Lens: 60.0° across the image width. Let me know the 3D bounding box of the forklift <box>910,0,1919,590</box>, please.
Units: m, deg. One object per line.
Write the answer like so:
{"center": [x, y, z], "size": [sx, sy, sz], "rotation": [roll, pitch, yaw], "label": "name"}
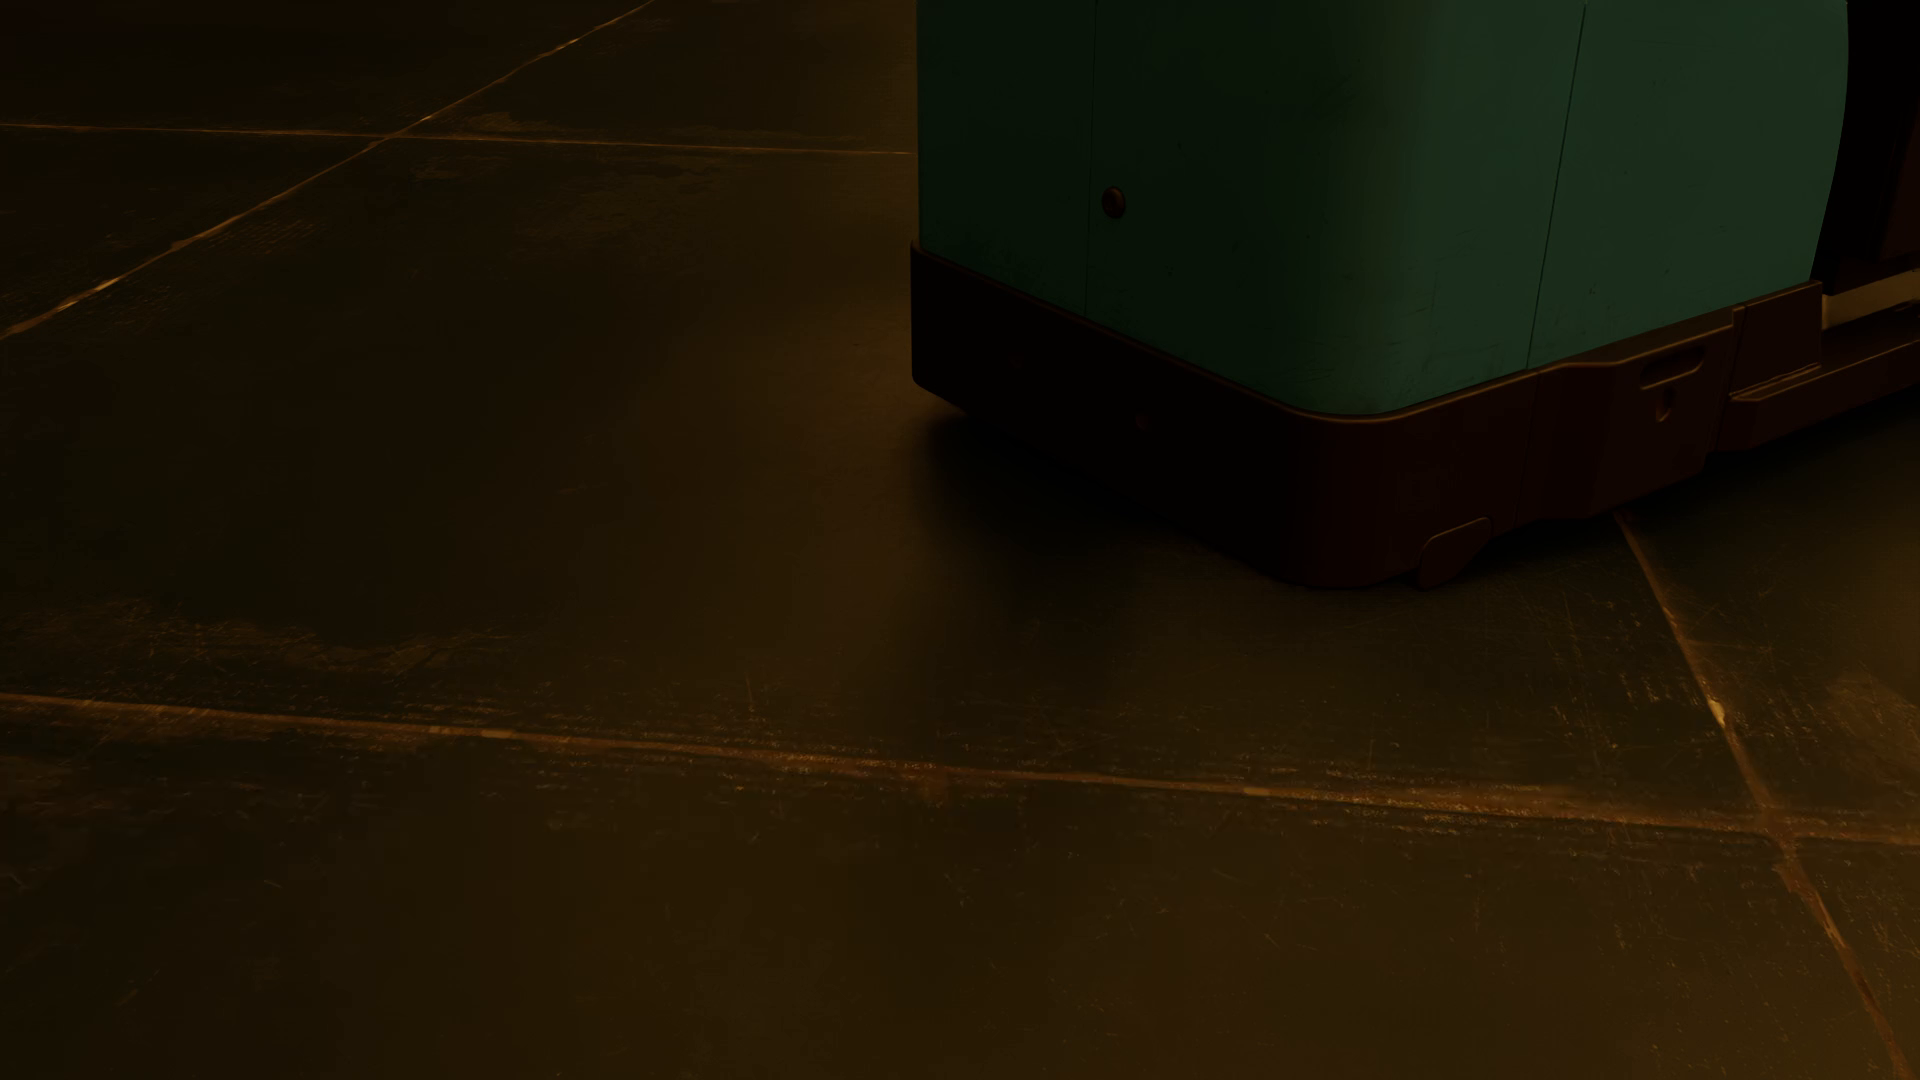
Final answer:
{"center": [1.416, -1.743, 2.711], "size": [3.031, 2.935, 1.130], "rotation": [-17, 31, -31], "label": "forklift"}
